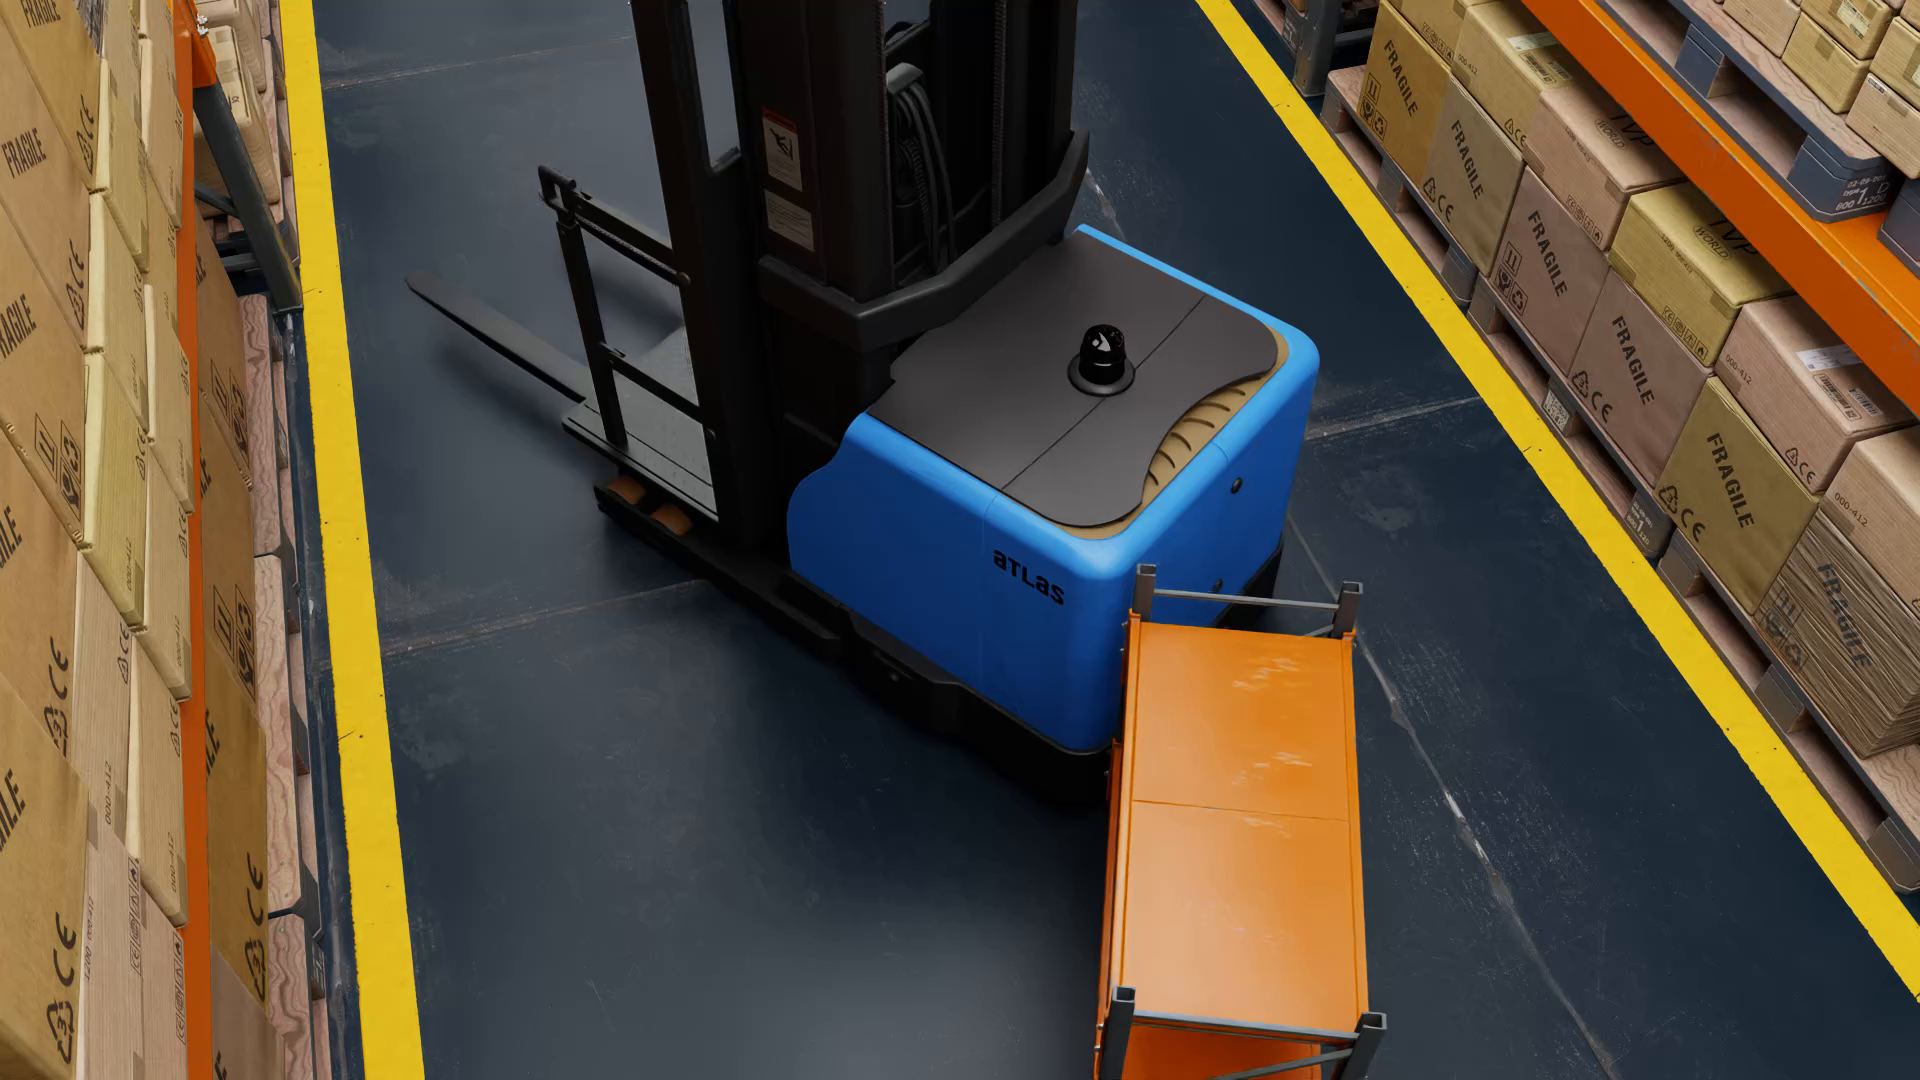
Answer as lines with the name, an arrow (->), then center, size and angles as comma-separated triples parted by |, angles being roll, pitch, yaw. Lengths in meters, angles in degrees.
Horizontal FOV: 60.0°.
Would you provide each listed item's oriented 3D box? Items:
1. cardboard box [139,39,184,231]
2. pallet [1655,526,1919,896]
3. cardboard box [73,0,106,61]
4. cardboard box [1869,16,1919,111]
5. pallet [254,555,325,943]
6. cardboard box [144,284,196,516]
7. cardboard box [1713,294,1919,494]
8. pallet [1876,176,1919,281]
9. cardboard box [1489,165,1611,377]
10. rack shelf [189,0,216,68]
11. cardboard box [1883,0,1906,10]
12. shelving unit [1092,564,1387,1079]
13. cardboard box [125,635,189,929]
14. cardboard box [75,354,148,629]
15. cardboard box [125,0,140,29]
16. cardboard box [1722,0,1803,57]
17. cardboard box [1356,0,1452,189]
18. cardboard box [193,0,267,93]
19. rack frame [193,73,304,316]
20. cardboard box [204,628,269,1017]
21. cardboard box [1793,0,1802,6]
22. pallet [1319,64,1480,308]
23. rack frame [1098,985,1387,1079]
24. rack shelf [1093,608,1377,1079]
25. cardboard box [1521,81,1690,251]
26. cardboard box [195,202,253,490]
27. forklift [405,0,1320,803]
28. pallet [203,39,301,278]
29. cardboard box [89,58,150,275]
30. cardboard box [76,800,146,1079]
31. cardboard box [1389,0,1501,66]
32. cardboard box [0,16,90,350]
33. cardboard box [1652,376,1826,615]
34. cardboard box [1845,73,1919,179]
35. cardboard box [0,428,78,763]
cardboard box -> -2.276, -0.992, 4.222 | 0.500, 0.250, 0.500 | -12, 51, -10
pallet -> 2.810, 0.339, 4.826 | 1.003, 0.211, 1.213 | -13, 51, -11
cardboard box -> -2.277, -1.384, 3.735 | 0.500, 0.500, 0.500 | -13, 51, -10
cardboard box -> 2.425, -1.151, 3.954 | 0.380, 0.149, 0.250 | -16, 52, -13
pallet -> -2.321, 0.661, 4.555 | 1.003, 0.211, 1.213 | -13, 51, -11
cardboard box -> -1.965, -0.254, 3.601 | 0.500, 0.250, 0.500 | -14, 51, -12
cardboard box -> 2.441, -0.429, 4.519 | 0.500, 0.250, 0.500 | -11, 51, -9
pallet -> 2.955, -0.521, 3.853 | 1.003, 0.211, 1.213 | -13, 51, -11
cardboard box -> 2.133, -0.928, 5.431 | 0.500, 0.500, 0.500 | -14, 51, -12
rack shelf -> -3.431, -2.949, 6.245 | 1.077, 0.370, 4.000 | -13, 51, -11
cardboard box -> 2.352, -1.439, 4.002 | 0.380, 0.149, 0.250 | -15, 52, -13
shelving unit -> 0.588, 0.834, 3.811 | 0.538, 1.125, 1.048 | 5, 50, 4
cardboard box -> -1.689, 0.491, 2.972 | 0.500, 0.250, 0.500 | -14, 51, -12
cardboard box -> -1.822, -0.046, 3.098 | 0.500, 0.250, 0.500 | -13, 51, -11
cardboard box -> -2.454, -1.537, 4.355 | 0.500, 0.250, 0.500 | -13, 51, -11
cardboard box -> 2.268, -1.437, 4.389 | 0.380, 0.149, 0.250 | -15, 51, -12
cardboard box -> 1.825, -1.669, 6.055 | 0.500, 0.500, 0.500 | -15, 52, -13
cardboard box -> -3.223, -1.961, 6.385 | 0.950, 0.372, 0.625 | -14, 51, -12
rack frame -> -2.840, -1.720, 4.738 | 1.000, 3.000, 0.127 | -13, 51, -11
cardboard box -> -2.191, 0.658, 3.849 | 0.875, 0.875, 0.875 | -12, 51, -10
cardboard box -> 2.276, -1.529, 4.272 | 0.380, 0.149, 0.250 | -12, 51, -10
pallet -> 2.089, -1.444, 6.329 | 1.003, 0.211, 1.213 | -13, 51, -11
rack frame -> 0.531, 1.221, 3.485 | 0.500, 1.125, 0.032 | 5, 50, 4
rack shelf -> 0.588, 0.646, 3.587 | 0.538, 0.278, 1.000 | 5, 50, 4
cardboard box -> 2.116, -1.192, 5.162 | 0.500, 0.250, 0.500 | -13, 51, -11
cardboard box -> -2.715, -0.648, 4.949 | 0.875, 0.875, 0.875 | -14, 51, -11
forklift -> -0.521, -1.181, 4.328 | 3.031, 2.935, 1.130 | 31, 57, 24
pallet -> -3.069, -1.393, 6.286 | 1.003, 0.211, 1.213 | -13, 51, -11
cardboard box -> -2.128, -0.794, 3.728 | 0.500, 0.250, 0.500 | -15, 51, -12
cardboard box -> -1.518, 0.703, 2.466 | 0.500, 0.250, 0.500 | -15, 51, -12
cardboard box -> 1.832, -1.926, 5.782 | 0.500, 0.250, 0.500 | -15, 52, -13
cardboard box -> -1.994, -0.648, 3.115 | 0.500, 0.500, 0.500 | -14, 51, -12
cardboard box -> 2.431, -0.180, 4.800 | 0.500, 0.500, 0.500 | -14, 51, -12
cardboard box -> 2.424, -1.049, 4.062 | 0.380, 0.149, 0.250 | -15, 52, -13
cardboard box -> -1.689, 0.095, 2.489 | 0.500, 0.500, 0.500 | -14, 51, -11
